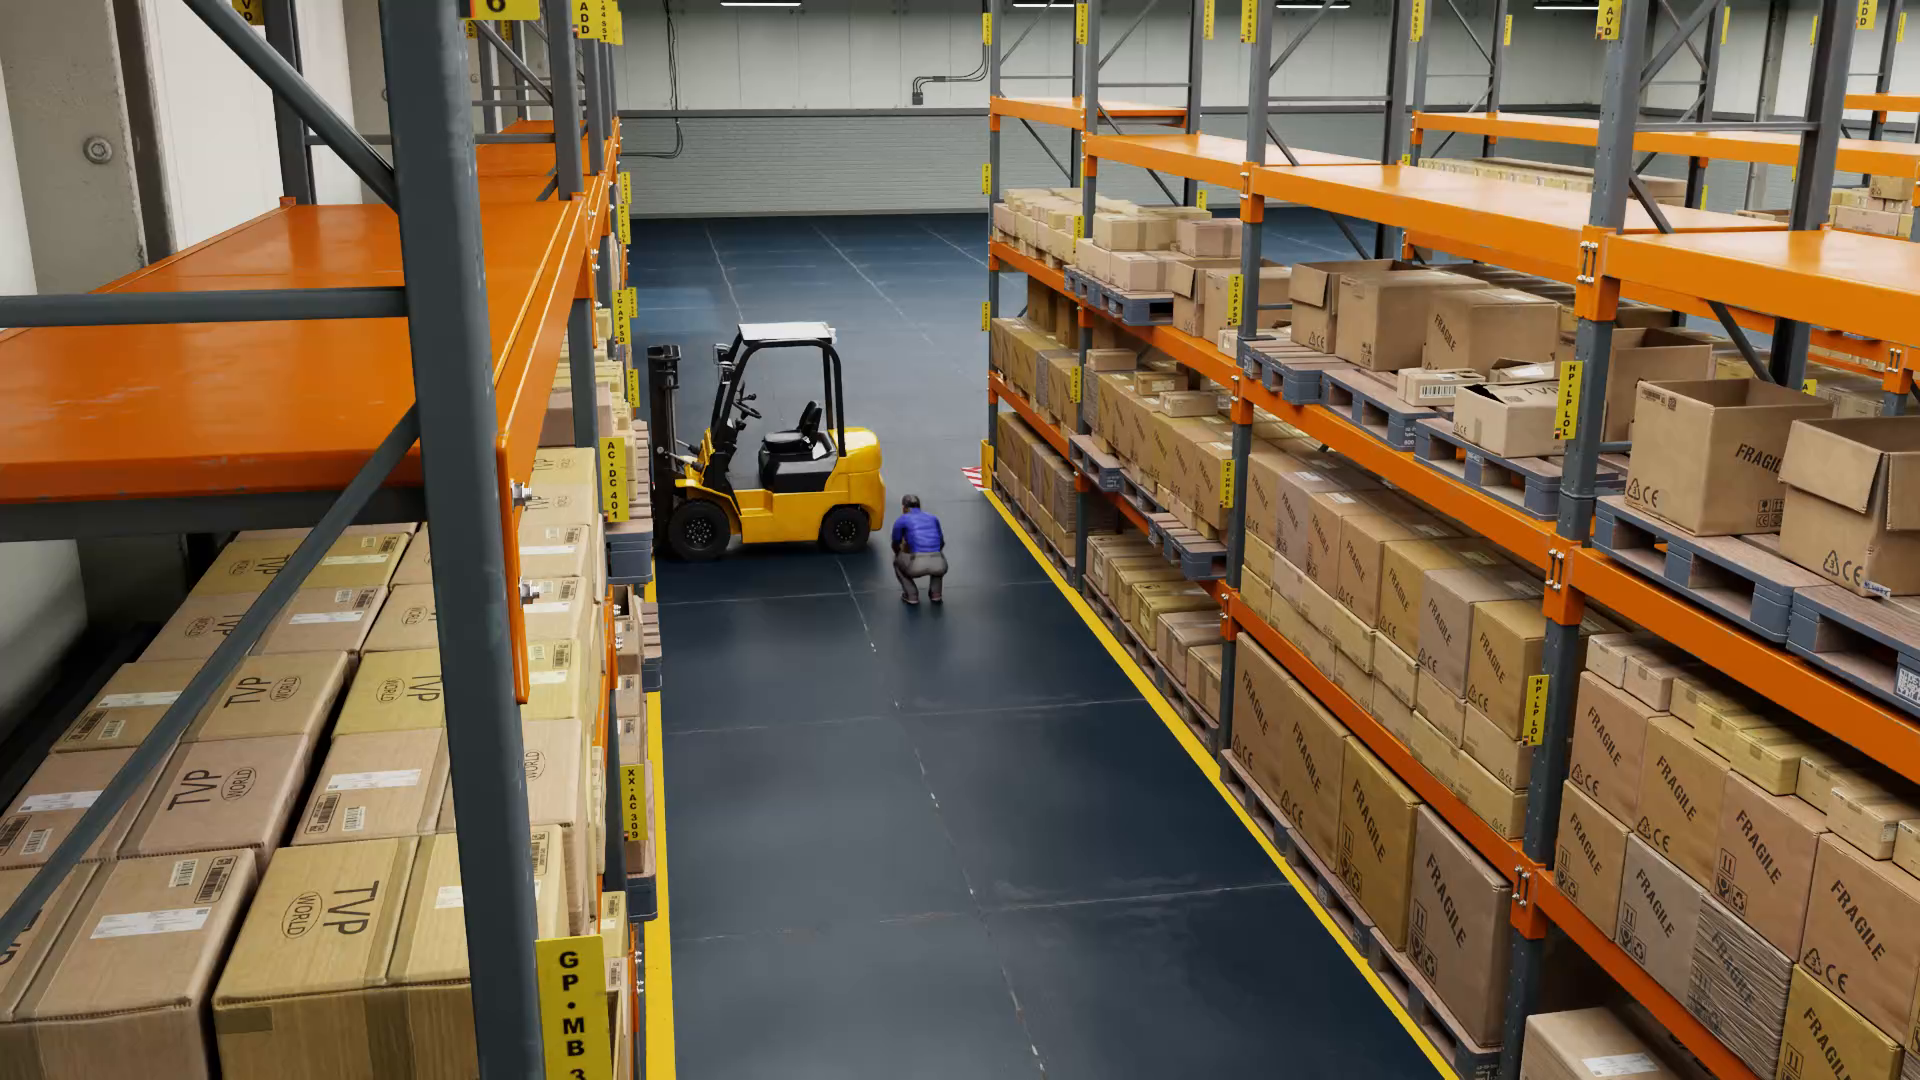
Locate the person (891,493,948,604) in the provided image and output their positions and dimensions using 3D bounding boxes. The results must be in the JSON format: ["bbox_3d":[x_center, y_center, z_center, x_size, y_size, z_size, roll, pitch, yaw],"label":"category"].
[{"bbox_3d":[-0.355,0.071,15.126,0.505,0.926,0.811,-3,17,-11],"label":"person"}]
